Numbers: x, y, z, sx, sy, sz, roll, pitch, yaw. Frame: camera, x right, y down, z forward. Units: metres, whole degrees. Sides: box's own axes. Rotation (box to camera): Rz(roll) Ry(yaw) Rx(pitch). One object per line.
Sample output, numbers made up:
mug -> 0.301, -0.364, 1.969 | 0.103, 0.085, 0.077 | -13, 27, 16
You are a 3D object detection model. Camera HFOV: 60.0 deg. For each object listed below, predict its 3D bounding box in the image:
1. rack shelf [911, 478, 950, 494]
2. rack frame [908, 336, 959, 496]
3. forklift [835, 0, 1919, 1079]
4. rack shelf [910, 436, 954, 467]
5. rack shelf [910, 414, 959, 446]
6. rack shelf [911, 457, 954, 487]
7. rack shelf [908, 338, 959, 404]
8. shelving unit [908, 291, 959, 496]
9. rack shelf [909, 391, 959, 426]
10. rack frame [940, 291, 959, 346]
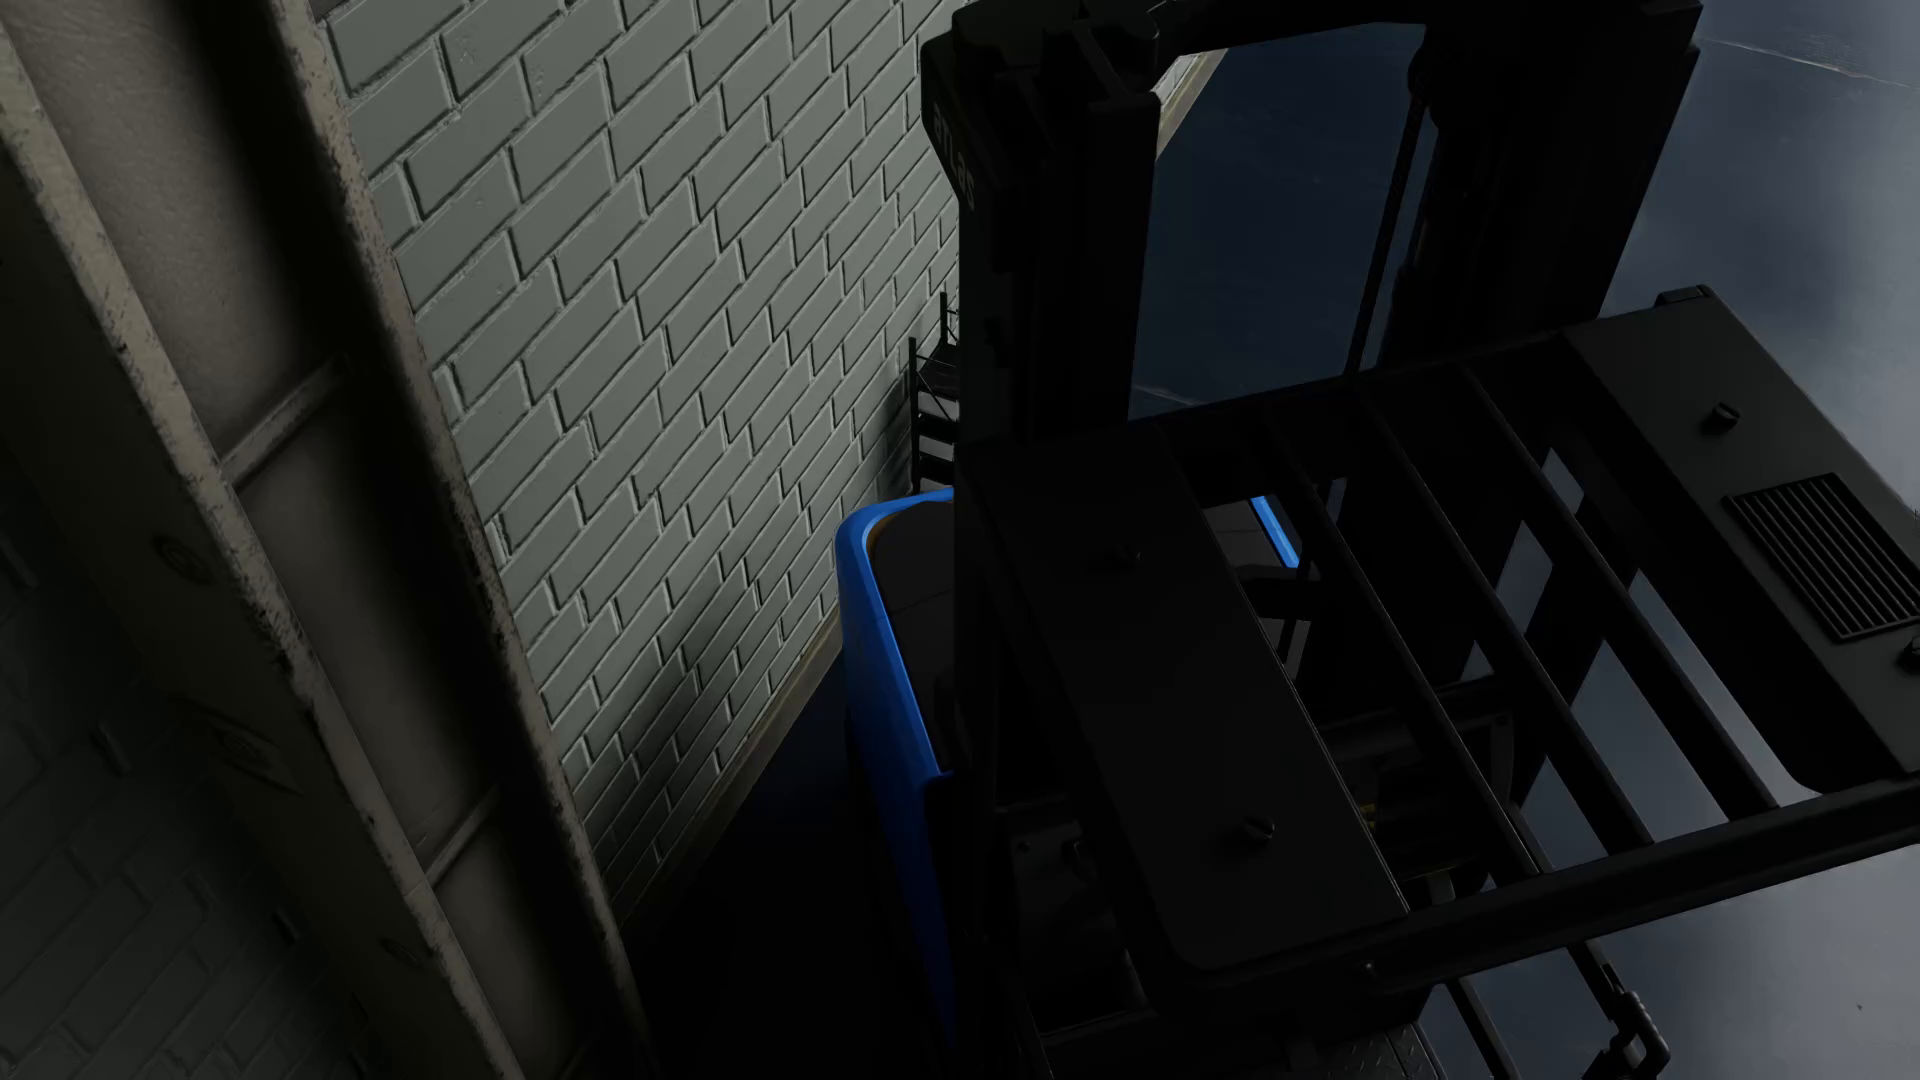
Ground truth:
rack shelf -> 0.012, -0.157, 5.073 | 0.258, 0.077, 0.200 | 19, 52, 16
rack frame -> -0.031, -0.225, 4.851 | 0.240, 0.900, 0.006 | 19, 52, 16
forklift -> 0.598, 0.653, 2.770 | 1.130, 2.935, 3.031 | -13, 51, -11
rack shelf -> 0.012, -0.274, 4.936 | 0.258, 0.077, 0.200 | 19, 52, 16
rack shelf -> 0.012, -0.332, 4.868 | 0.258, 0.077, 0.200 | 19, 52, 16
rack shelf -> 0.012, -0.216, 5.005 | 0.258, 0.077, 0.200 | 19, 52, 16
rack shelf -> 0.012, -0.449, 4.730 | 0.258, 0.077, 0.200 | 19, 52, 16
shelving unit -> 0.012, -0.296, 4.911 | 0.258, 0.900, 0.210 | 19, 52, 16
rack shelf -> 0.012, -0.391, 4.799 | 0.258, 0.077, 0.200 | 19, 52, 16
rack frame -> 0.054, -0.366, 4.971 | 0.240, 0.900, 0.006 | 19, 52, 16
